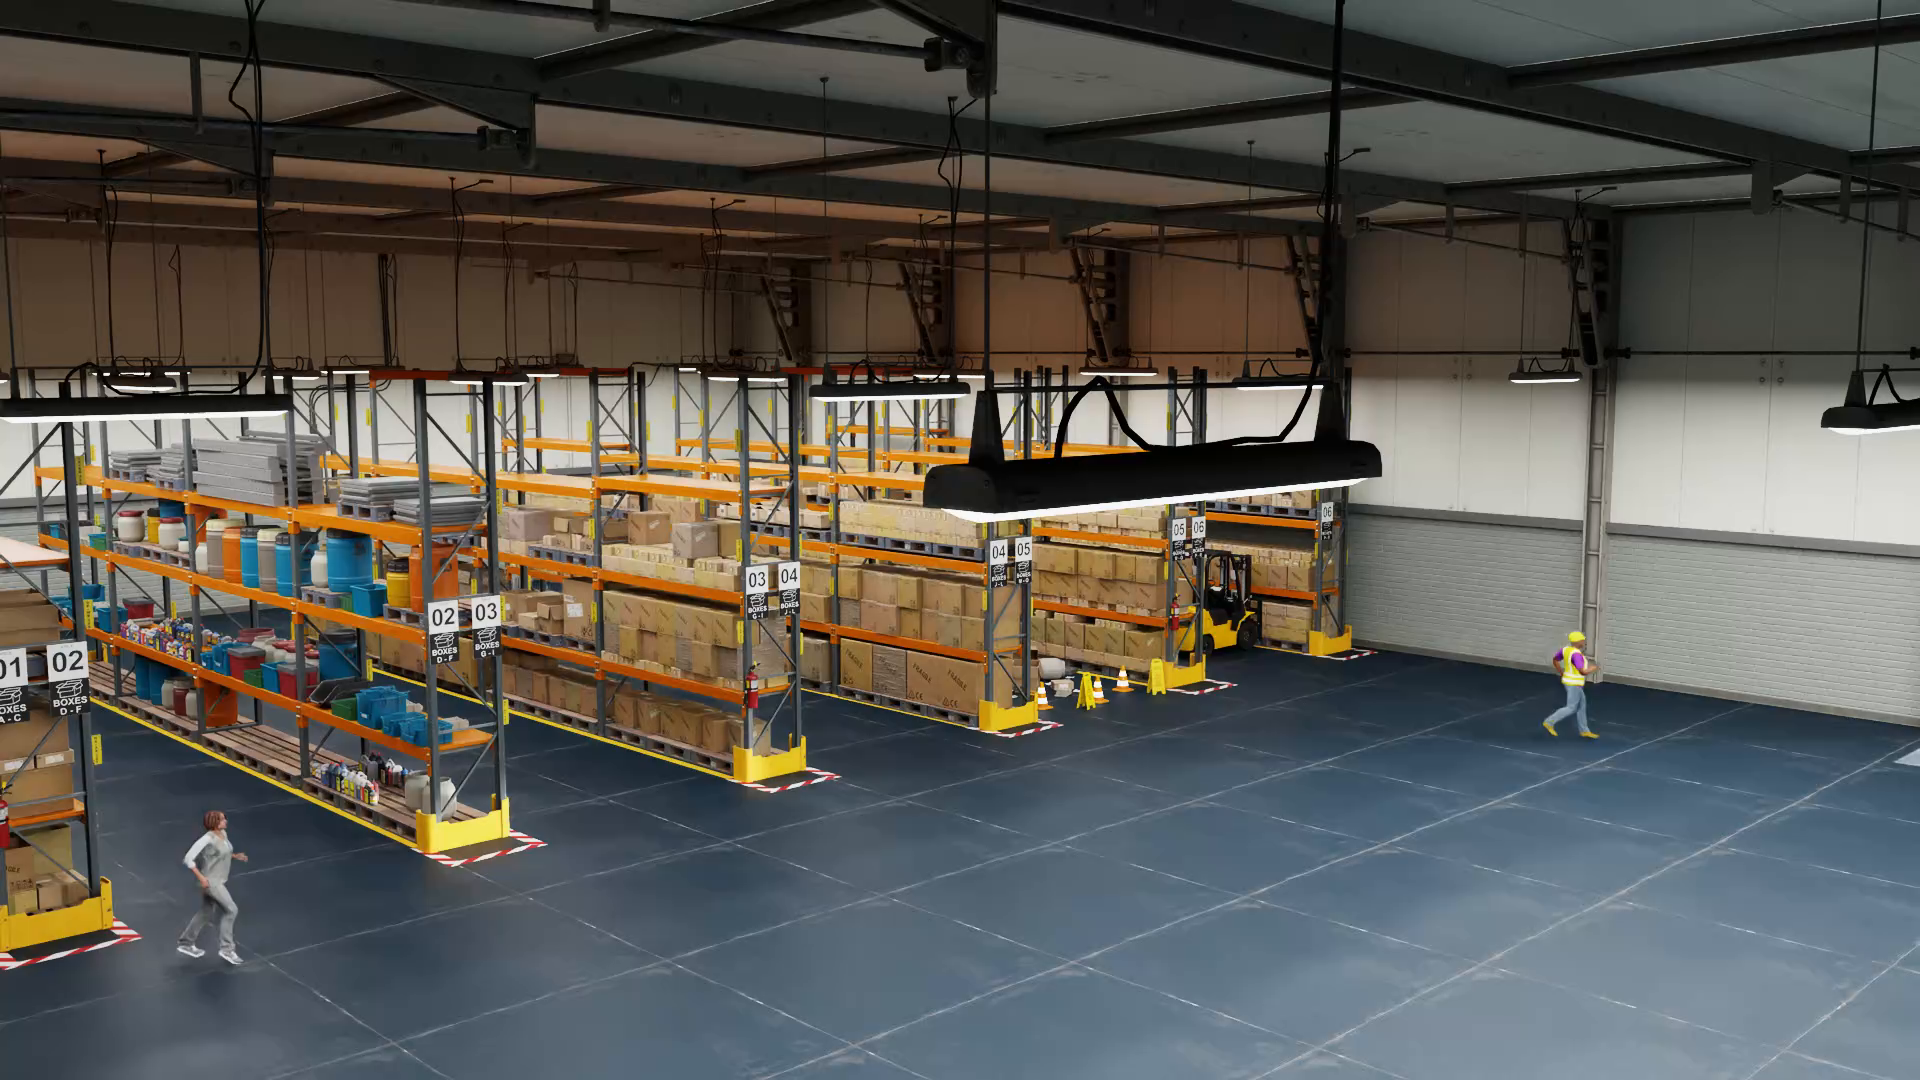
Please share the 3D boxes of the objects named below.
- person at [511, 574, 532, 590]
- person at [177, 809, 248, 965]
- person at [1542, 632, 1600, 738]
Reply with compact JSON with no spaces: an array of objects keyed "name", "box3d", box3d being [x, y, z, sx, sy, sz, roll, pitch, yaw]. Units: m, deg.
[{"name":"person","box3d":[-10.855,0.834,41.047,0.719,1.743,0.884,3,7,24]},{"name":"person","box3d":[-7.777,3.602,17.269,0.723,1.625,0.530,-1,7,-12]},{"name":"person","box3d":[10.001,2.366,27.142,0.949,1.757,0.722,0,6,4]}]
